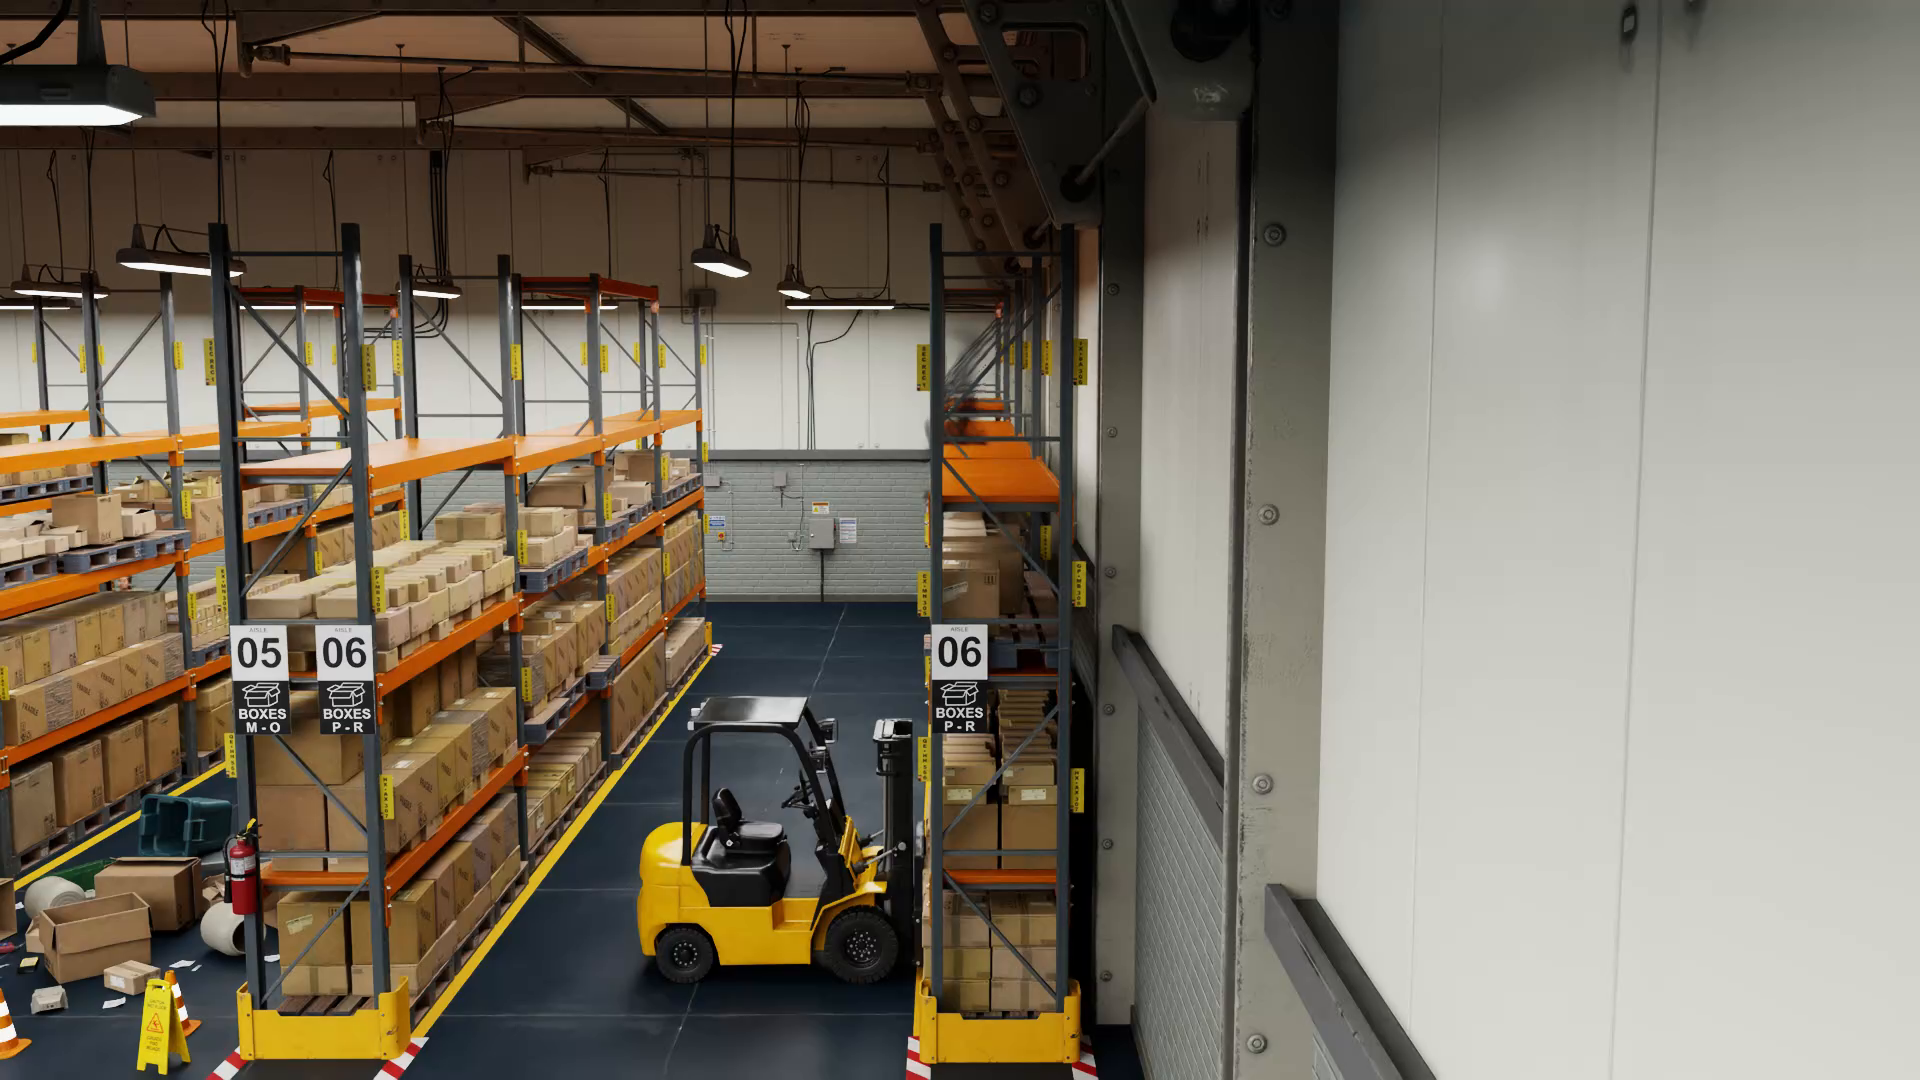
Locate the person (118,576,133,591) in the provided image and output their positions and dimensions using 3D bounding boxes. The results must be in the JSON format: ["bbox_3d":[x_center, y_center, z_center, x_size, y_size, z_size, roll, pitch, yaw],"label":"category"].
[{"bbox_3d":[-12.927,1.350,25.793,0.590,1.628,0.829,-1,7,-4],"label":"person"}]
